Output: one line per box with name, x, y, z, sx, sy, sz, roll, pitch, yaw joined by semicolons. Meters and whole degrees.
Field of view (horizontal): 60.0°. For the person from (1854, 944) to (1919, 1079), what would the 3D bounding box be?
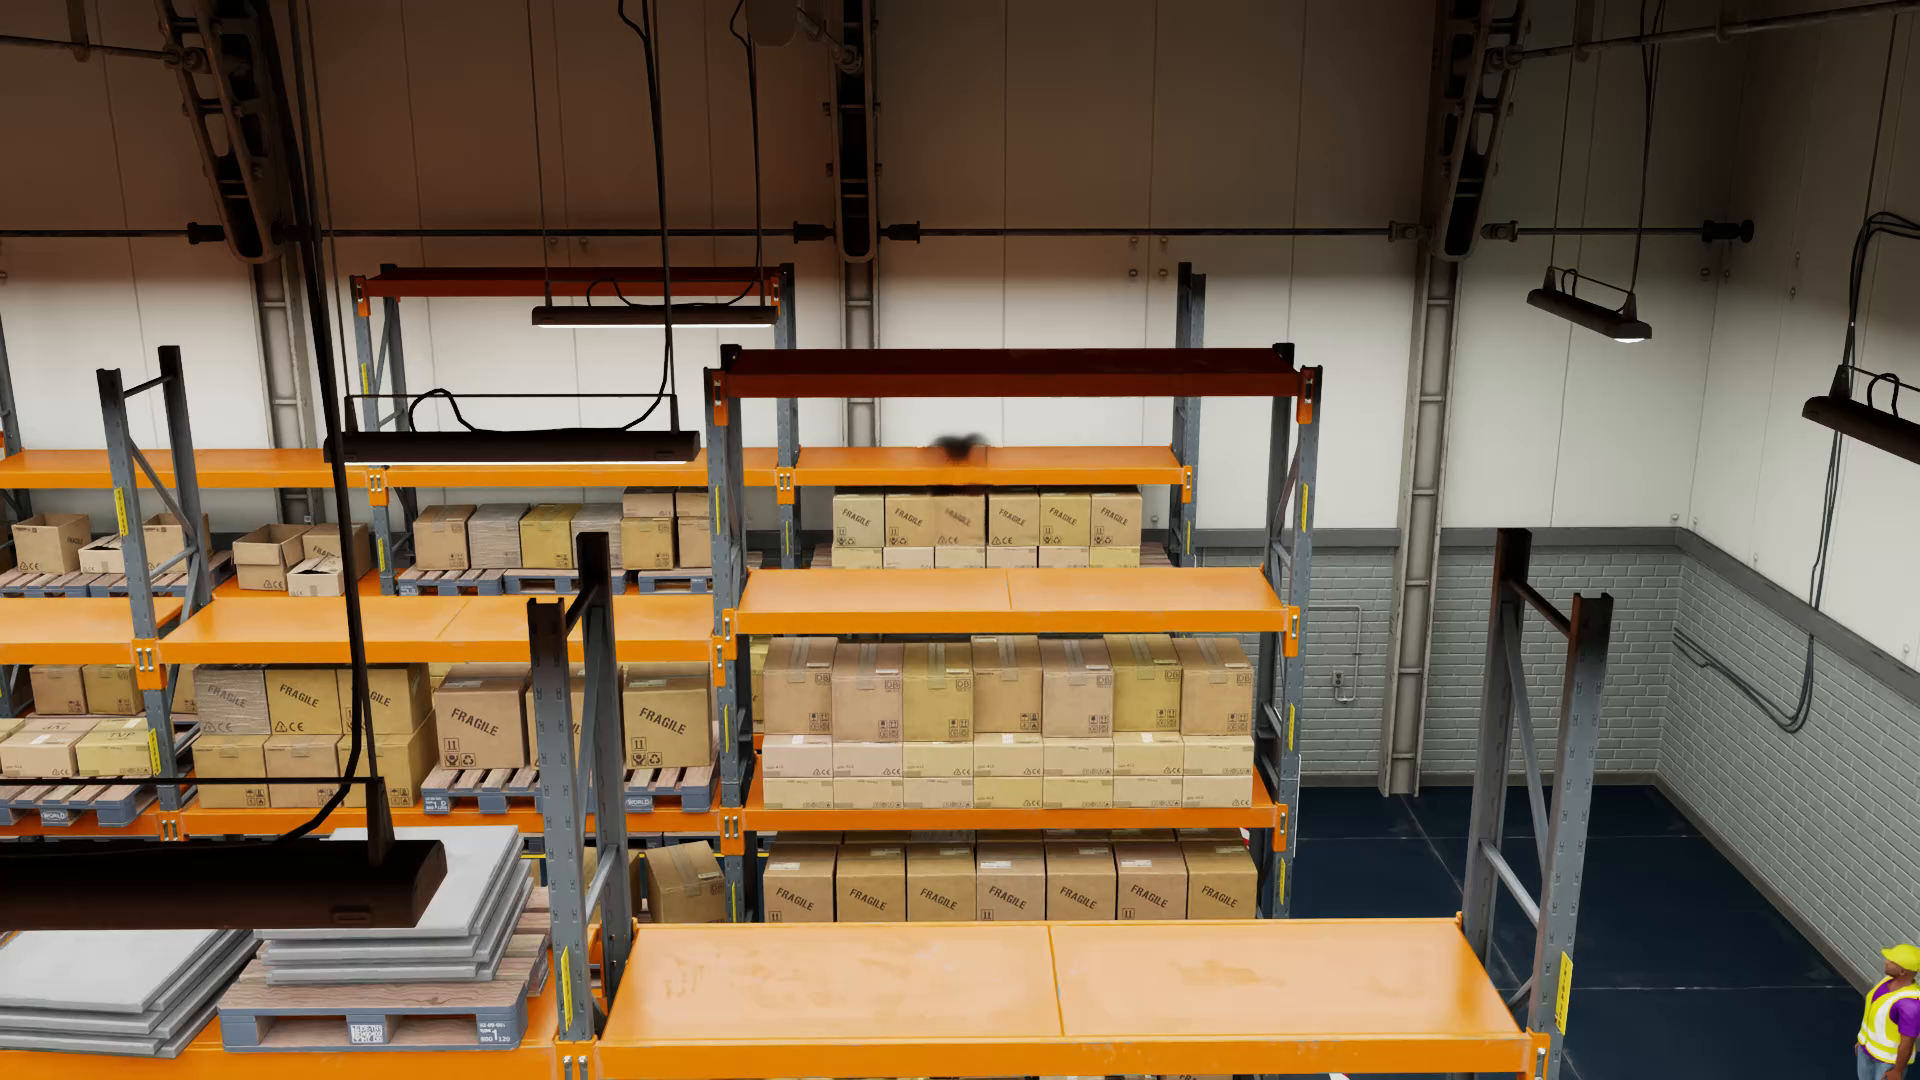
person;6.844;3.810;12.314;0.467;1.768;0.598;-1;16;-2
